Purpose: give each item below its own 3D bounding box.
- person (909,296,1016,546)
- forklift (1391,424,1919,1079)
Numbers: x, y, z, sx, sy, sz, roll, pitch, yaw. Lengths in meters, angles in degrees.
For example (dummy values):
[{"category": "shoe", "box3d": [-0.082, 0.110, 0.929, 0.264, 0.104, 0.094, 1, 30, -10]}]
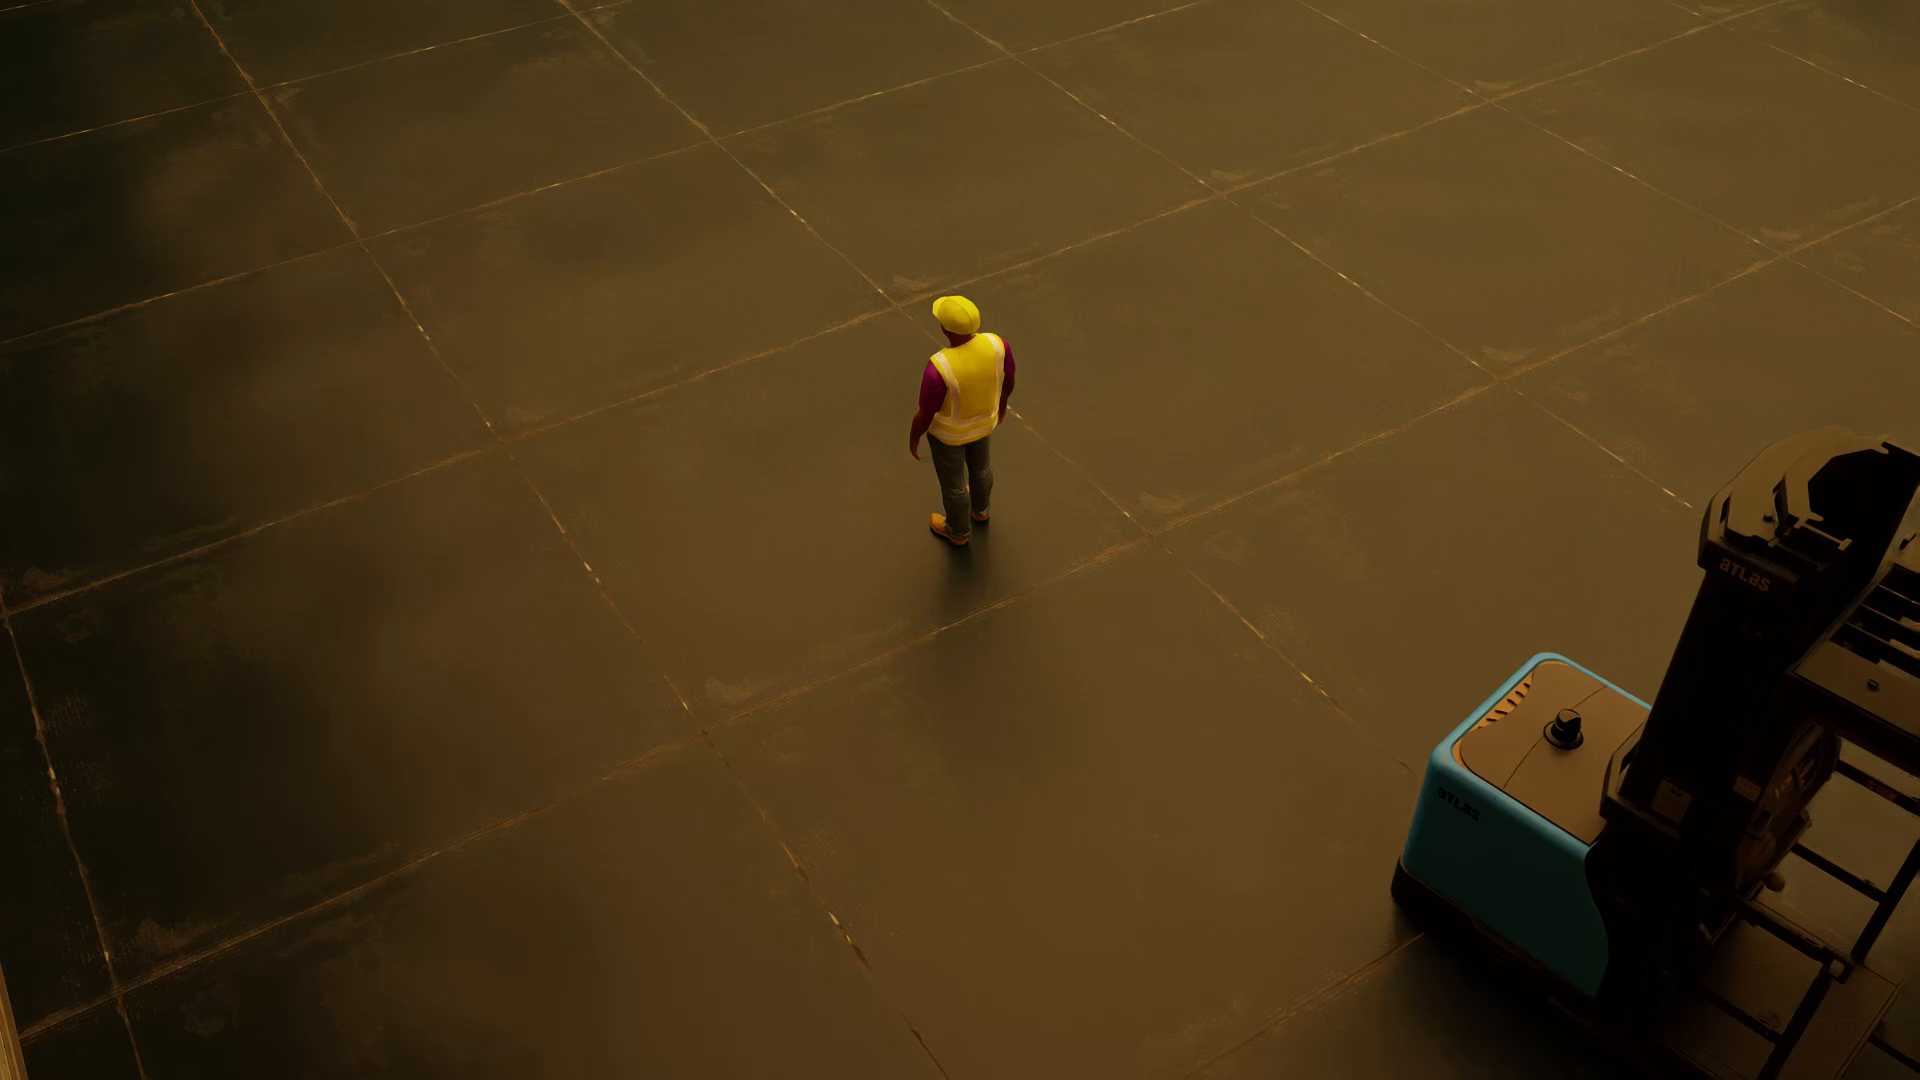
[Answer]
[{"category": "person", "box3d": [-0.032, -0.711, 9.559, 0.665, 1.765, 0.577, -23, 46, -24]}, {"category": "forklift", "box3d": [3.474, 1.125, 6.584, 1.130, 2.935, 3.031, -33, 51, -32]}]
